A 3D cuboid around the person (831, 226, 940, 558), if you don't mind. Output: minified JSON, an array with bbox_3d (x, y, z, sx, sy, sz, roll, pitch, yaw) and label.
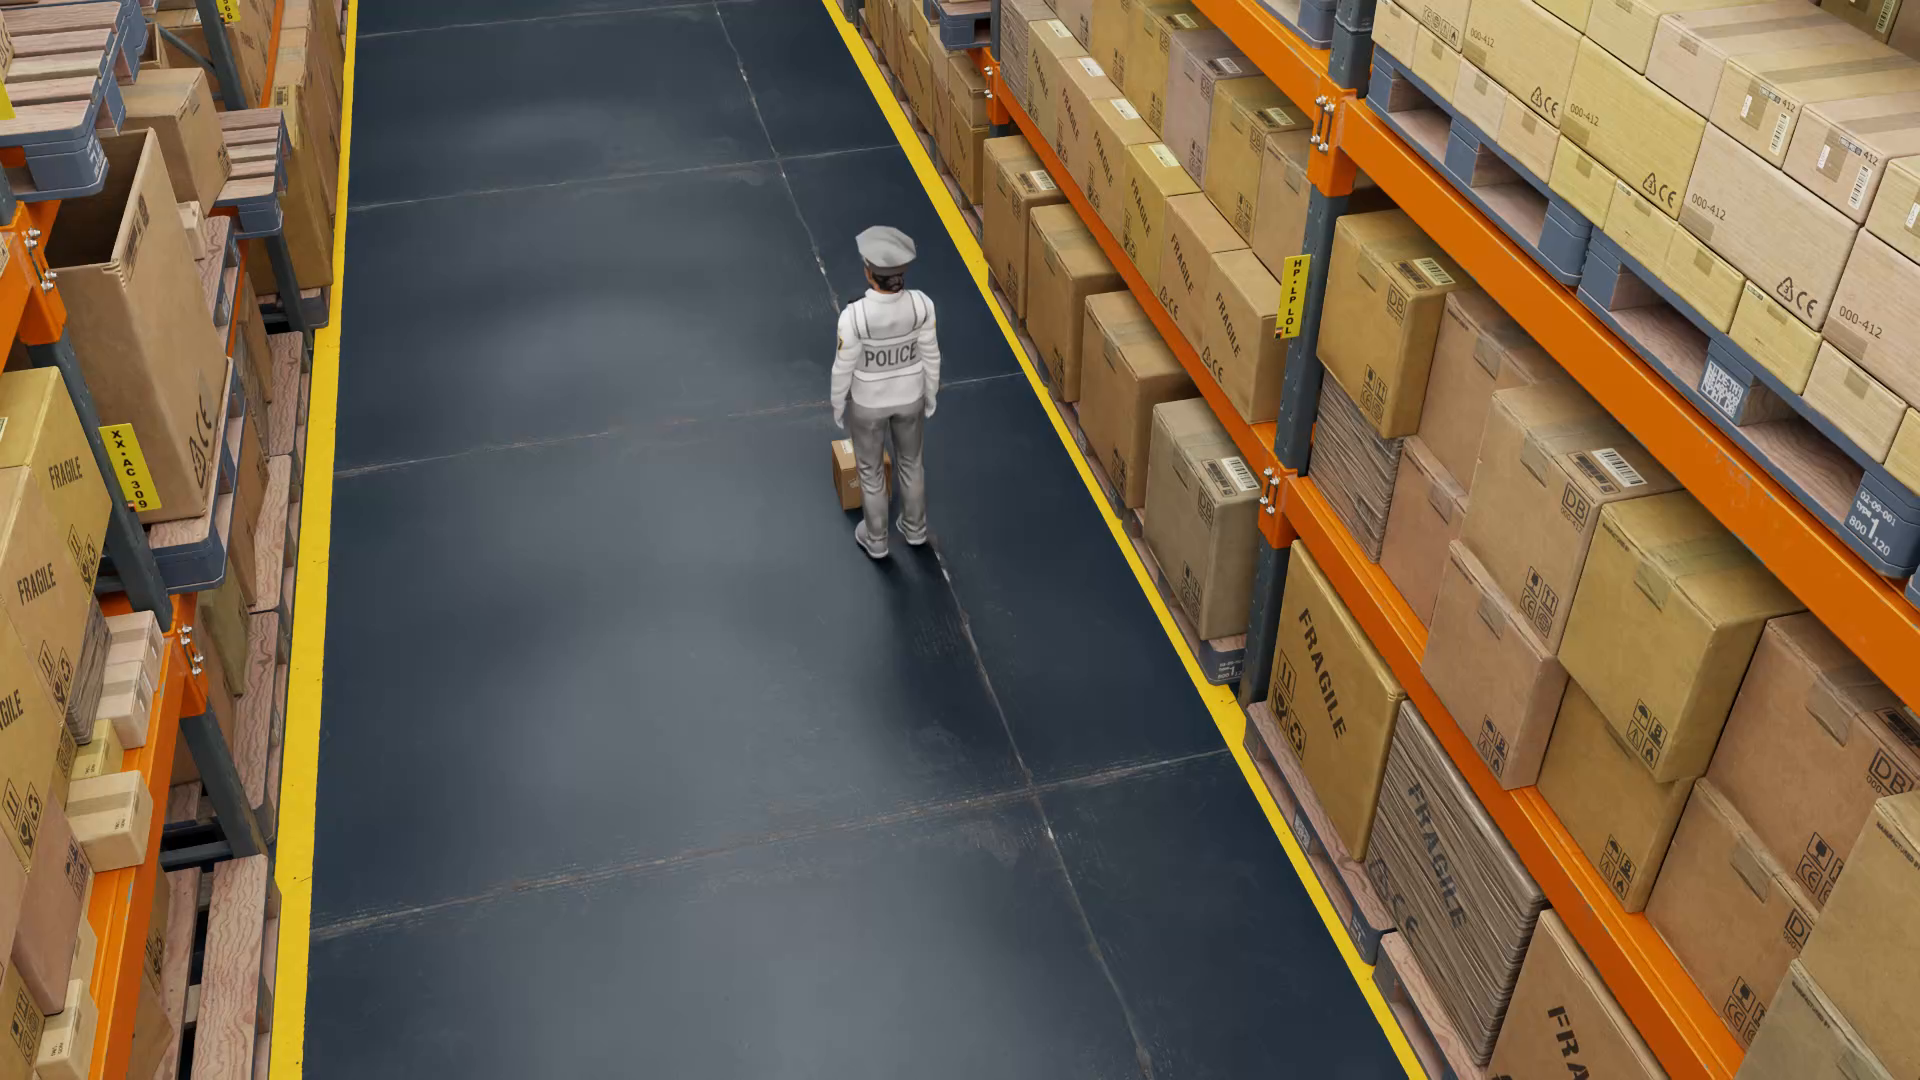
[{"bbox_3d":[-0.342,-0.631,7.476,0.497,1.705,0.399,-13,40,-15],"label":"person"}]
